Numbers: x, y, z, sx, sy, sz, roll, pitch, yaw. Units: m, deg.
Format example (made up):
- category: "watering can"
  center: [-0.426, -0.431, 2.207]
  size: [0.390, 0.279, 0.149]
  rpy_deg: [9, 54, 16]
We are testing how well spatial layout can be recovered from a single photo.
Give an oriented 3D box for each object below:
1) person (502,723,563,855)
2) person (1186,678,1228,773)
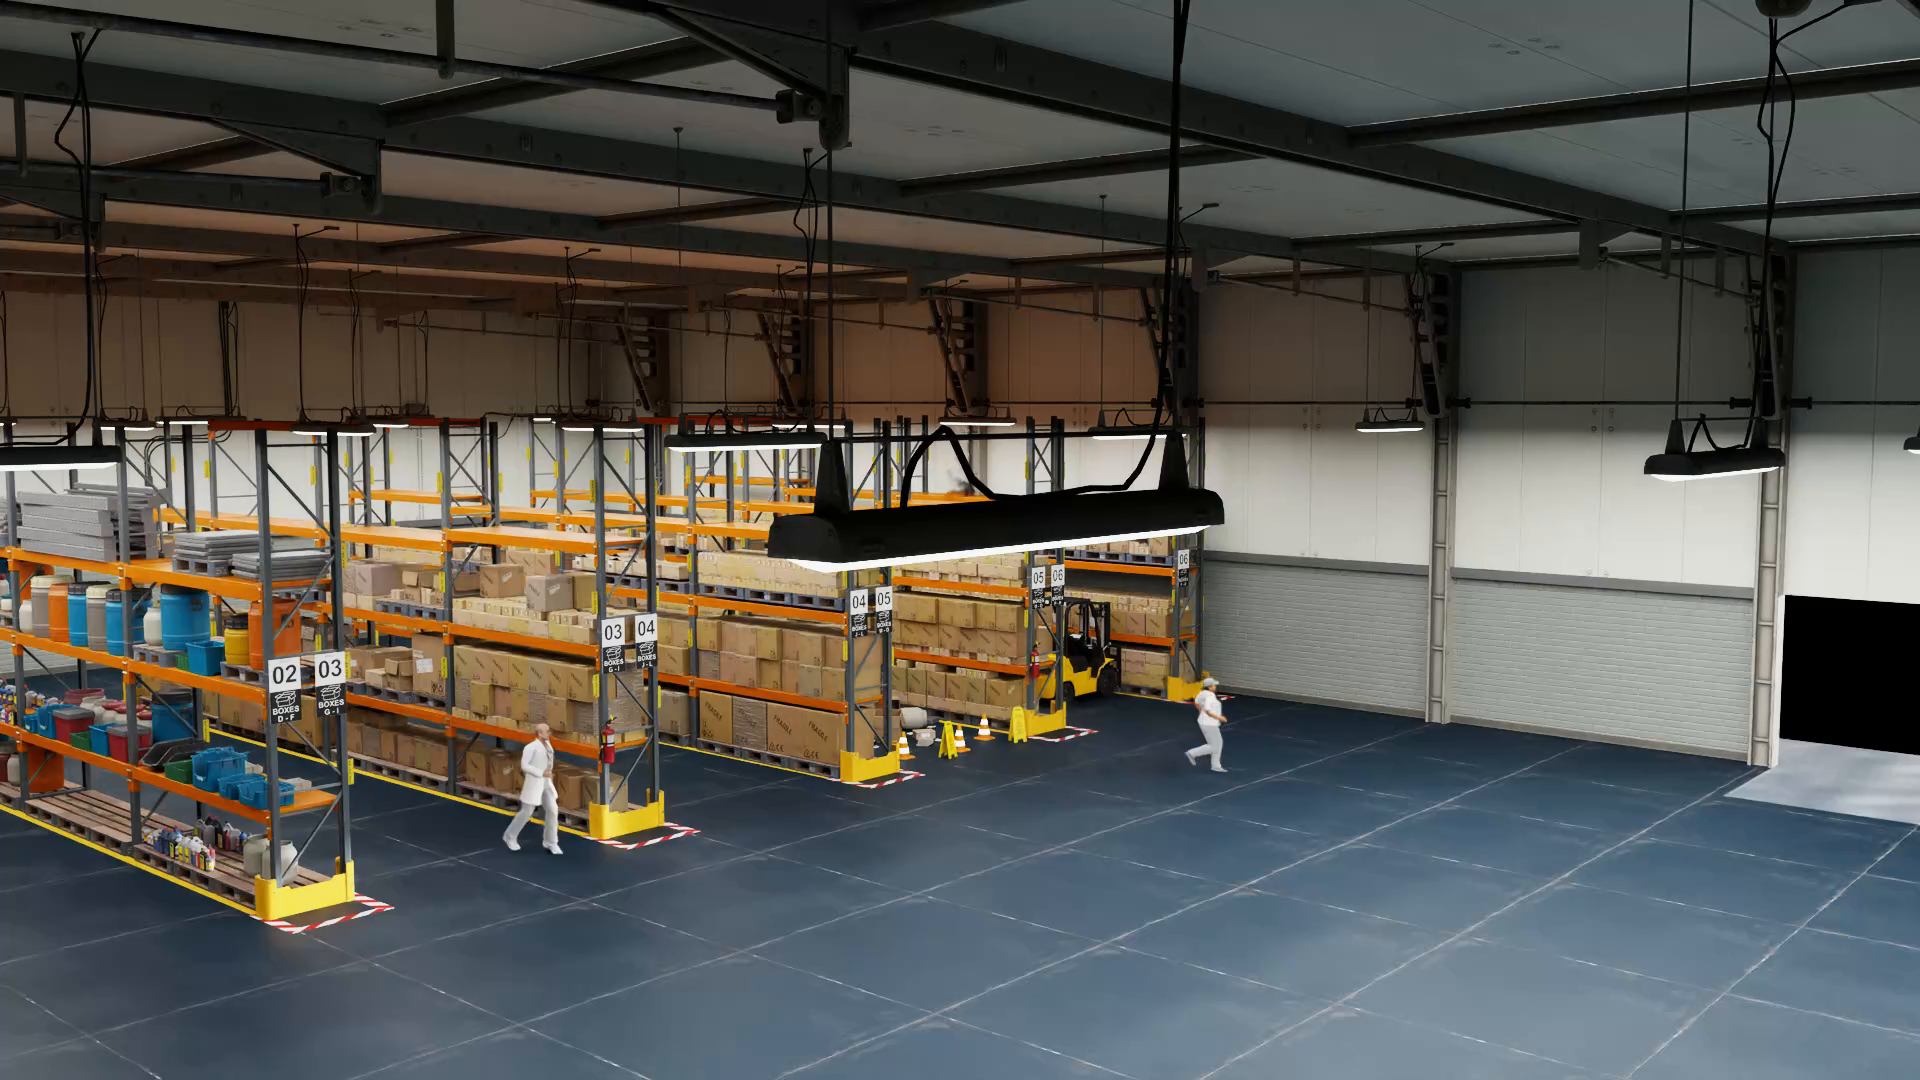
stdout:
- category: "person"
  center: [-5.949, 3.544, 23.497]
  size: [0.903, 1.699, 0.764]
  rpy_deg: [2, 5, 23]
- category: "person"
  center: [4.223, 3.171, 28.394]
  size: [0.747, 1.655, 0.607]
  rpy_deg: [0, 5, -5]
